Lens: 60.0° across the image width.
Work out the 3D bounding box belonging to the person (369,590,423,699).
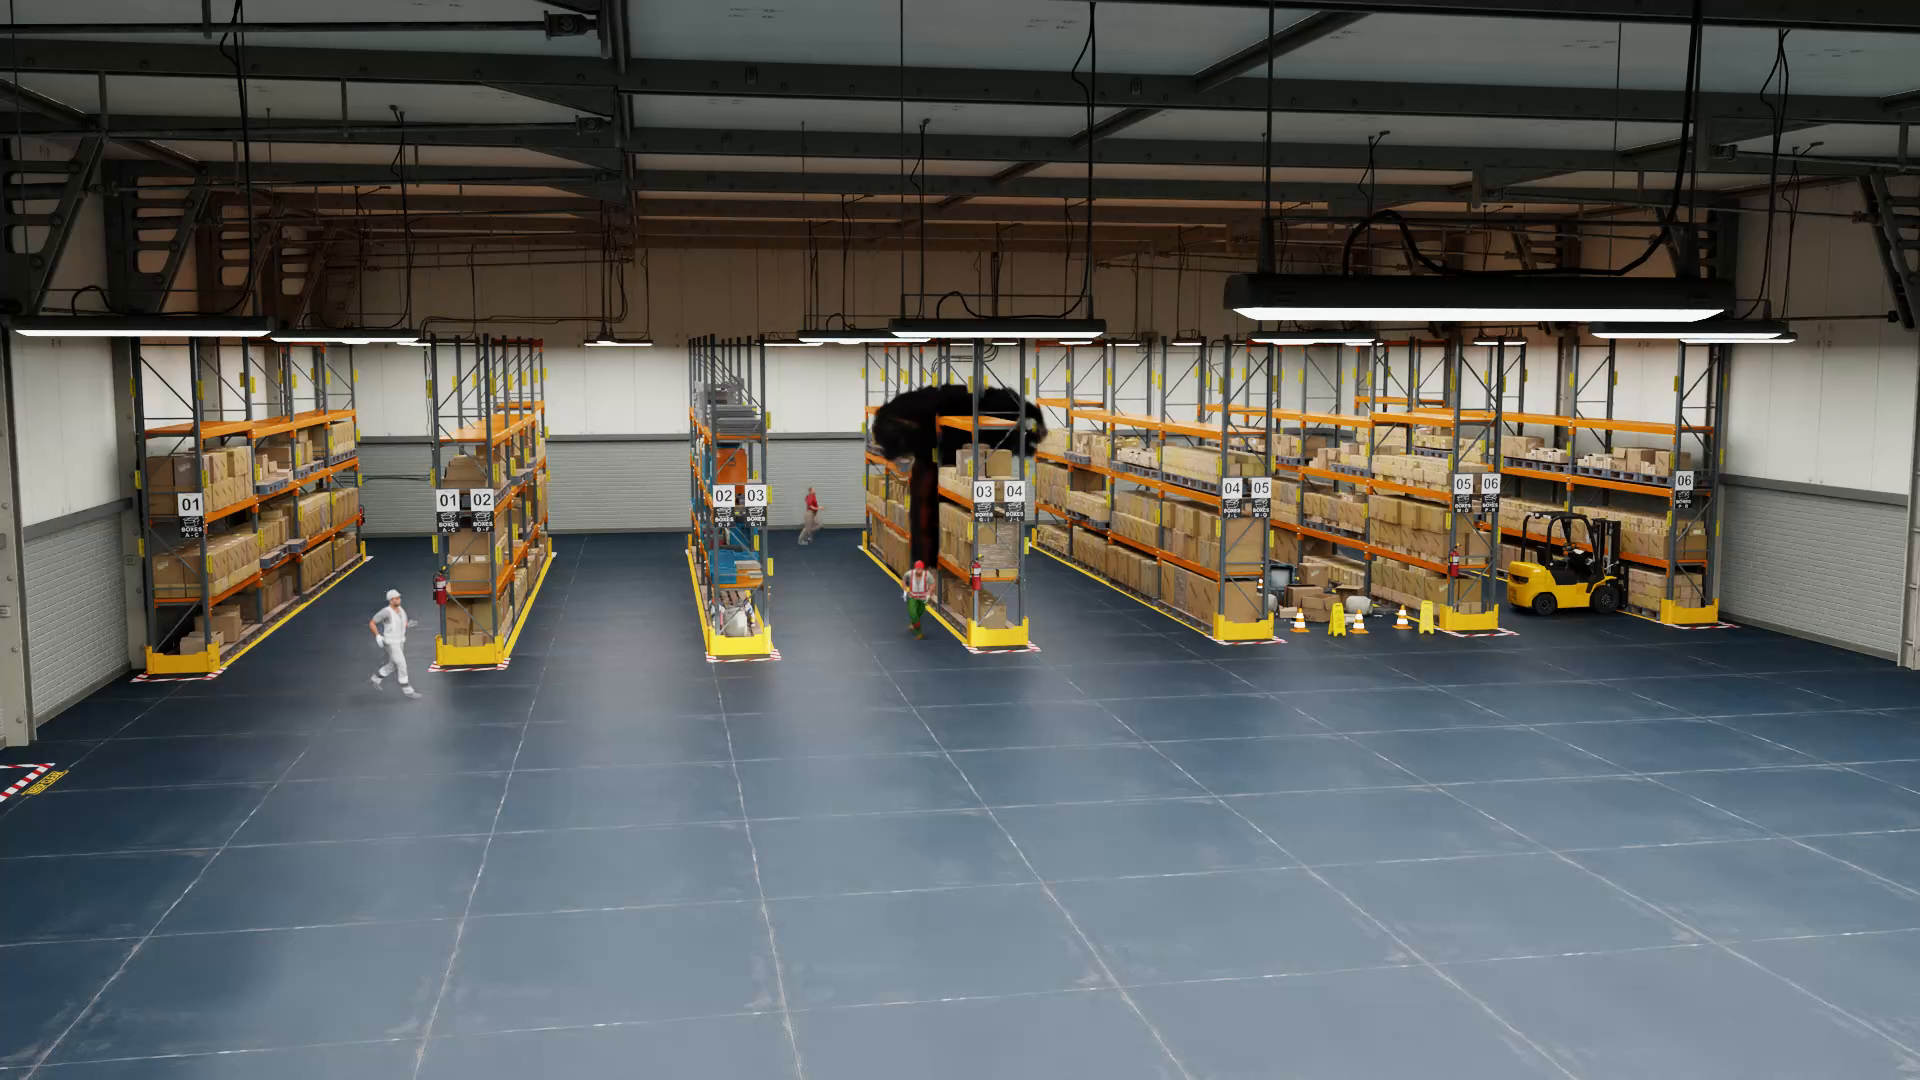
[{"bbox_3d":[-9.275,1.691,27.202,0.999,1.771,0.662,1,7,13],"label":"person"}]

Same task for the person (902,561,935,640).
[{"bbox_3d":[-0.835,1.162,33.090,0.659,1.616,1.131,-1,7,-5],"label":"person"}]

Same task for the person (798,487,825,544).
[{"bbox_3d":[-4.353,-0.725,48.864,0.827,1.676,0.680,1,7,6],"label":"person"}]
